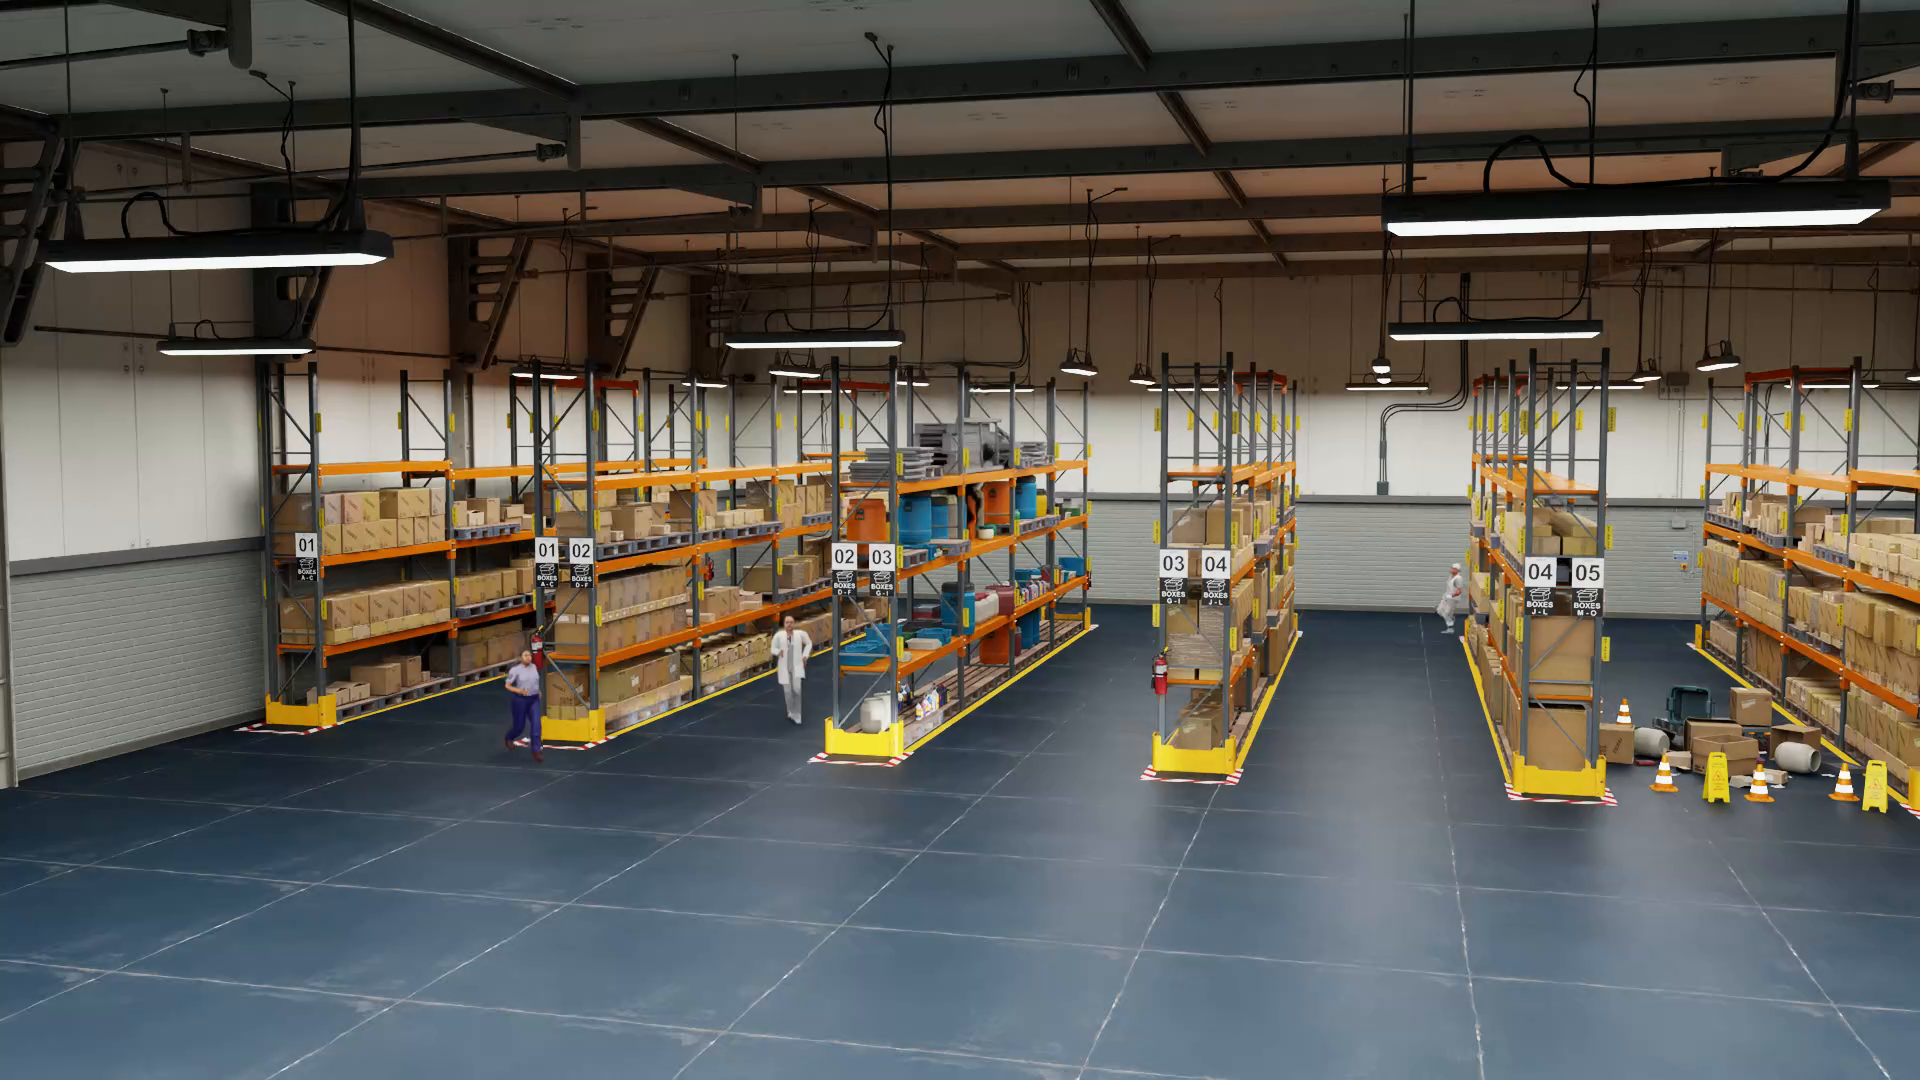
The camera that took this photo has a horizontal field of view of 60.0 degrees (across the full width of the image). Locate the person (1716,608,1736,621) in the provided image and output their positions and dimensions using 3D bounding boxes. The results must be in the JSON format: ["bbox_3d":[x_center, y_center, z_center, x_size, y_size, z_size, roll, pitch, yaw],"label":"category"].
[{"bbox_3d":[17.548,1.459,37.958,0.762,1.733,0.560,-3,5,-39],"label":"person"}]

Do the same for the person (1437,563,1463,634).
[{"bbox_3d":[11.549,1.389,39.172,0.549,1.710,0.711,-1,4,-9],"label":"person"}]

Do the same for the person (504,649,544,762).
[{"bbox_3d":[-6.484,2.441,24.796,0.614,1.653,0.908,-4,5,-43],"label":"person"}]

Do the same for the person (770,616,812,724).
[{"bbox_3d":[-2.824,2.176,27.770,0.682,1.824,0.812,0,4,-1],"label":"person"}]
